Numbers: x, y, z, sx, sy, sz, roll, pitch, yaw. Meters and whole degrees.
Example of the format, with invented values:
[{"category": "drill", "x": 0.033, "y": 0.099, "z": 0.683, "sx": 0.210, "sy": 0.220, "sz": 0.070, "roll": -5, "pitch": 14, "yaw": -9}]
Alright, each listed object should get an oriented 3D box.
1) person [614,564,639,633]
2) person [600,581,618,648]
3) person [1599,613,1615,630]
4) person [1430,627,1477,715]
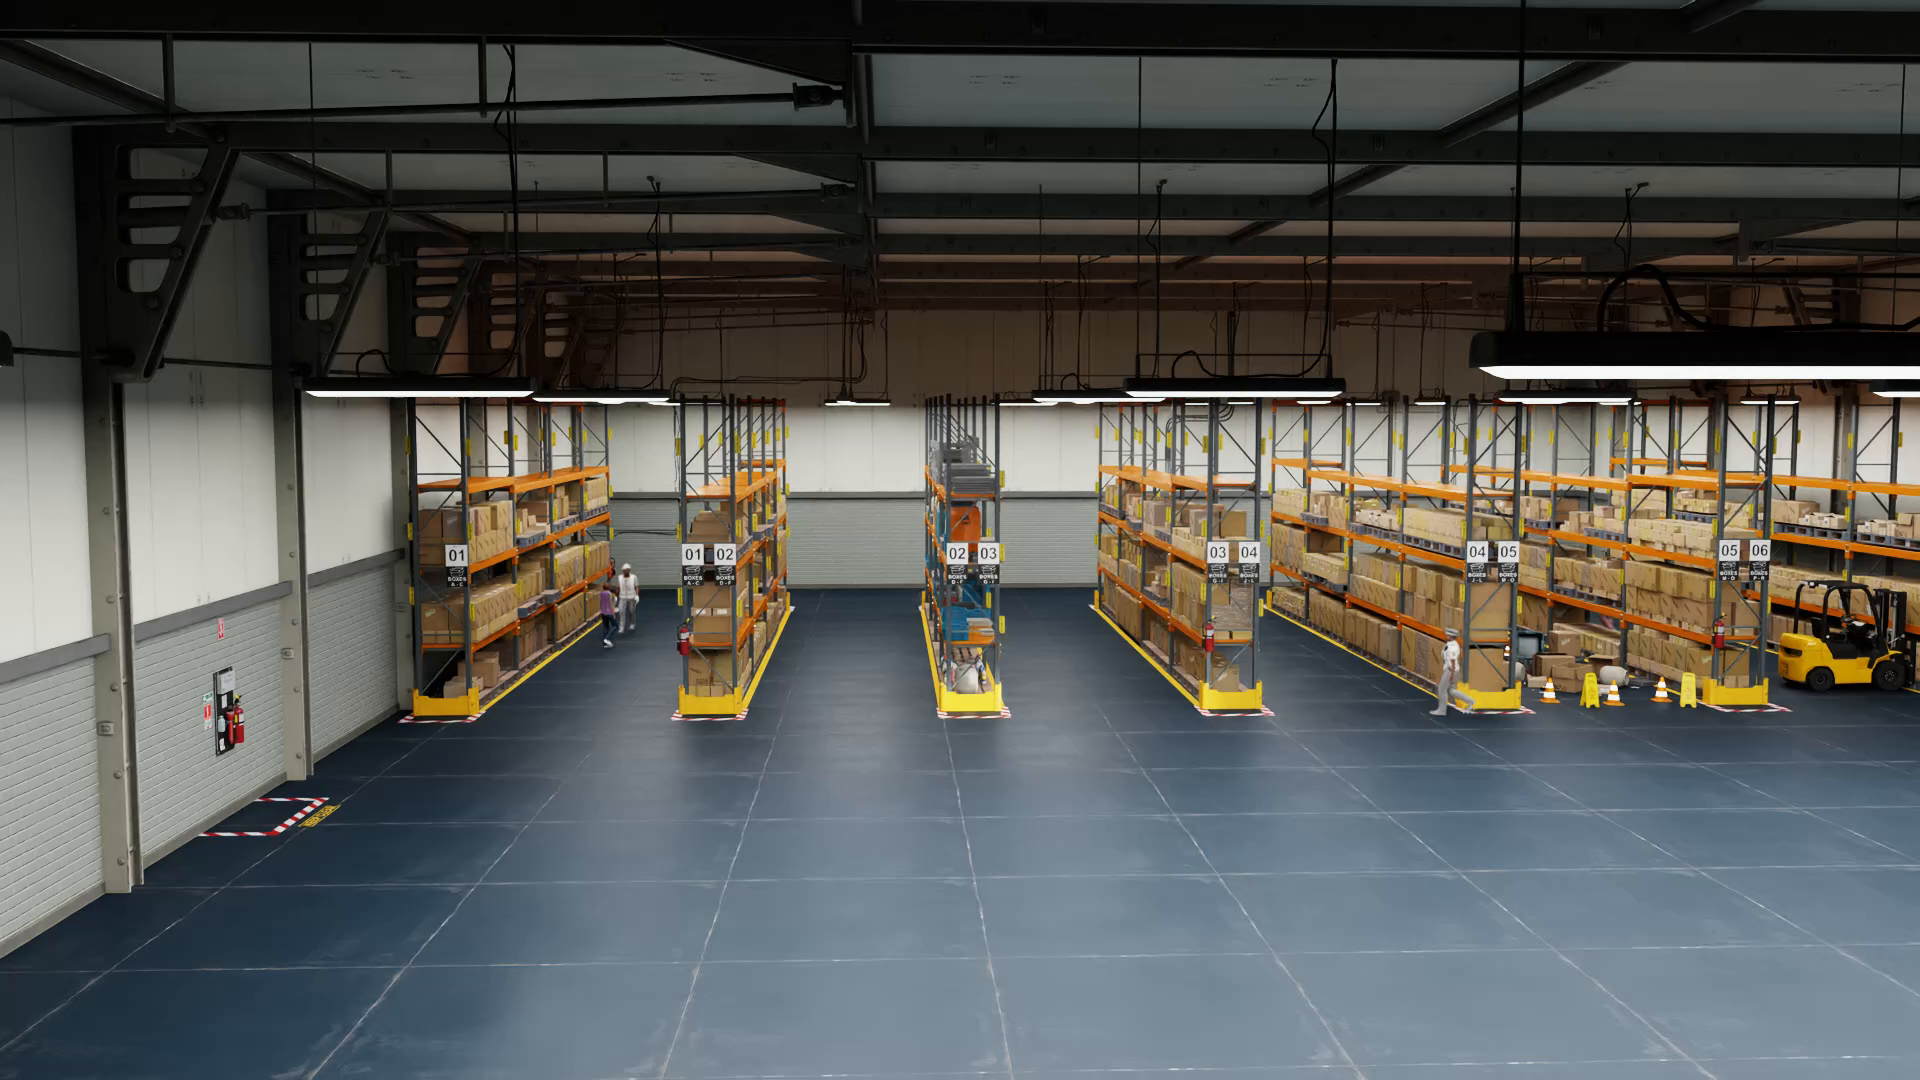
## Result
[{"category": "person", "x": -8.522, "y": 1.477, "z": 42.445, "sx": 0.672, "sy": 1.720, "sz": 1.039, "roll": 0, "pitch": 5, "yaw": -2}, {"category": "person", "x": -8.449, "y": 1.788, "z": 39.741, "sx": 0.453, "sy": 1.598, "sz": 0.435, "roll": 3, "pitch": 5, "yaw": 32}, {"category": "person", "x": 16.270, "y": 1.626, "z": 41.566, "sx": 0.518, "sy": 1.646, "sz": 0.578, "roll": -2, "pitch": 5, "yaw": -25}, {"category": "person", "x": 9.206, "y": 2.446, "z": 30.985, "sx": 0.838, "sy": 1.637, "sz": 0.545, "roll": 1, "pitch": 5, "yaw": 17}]
